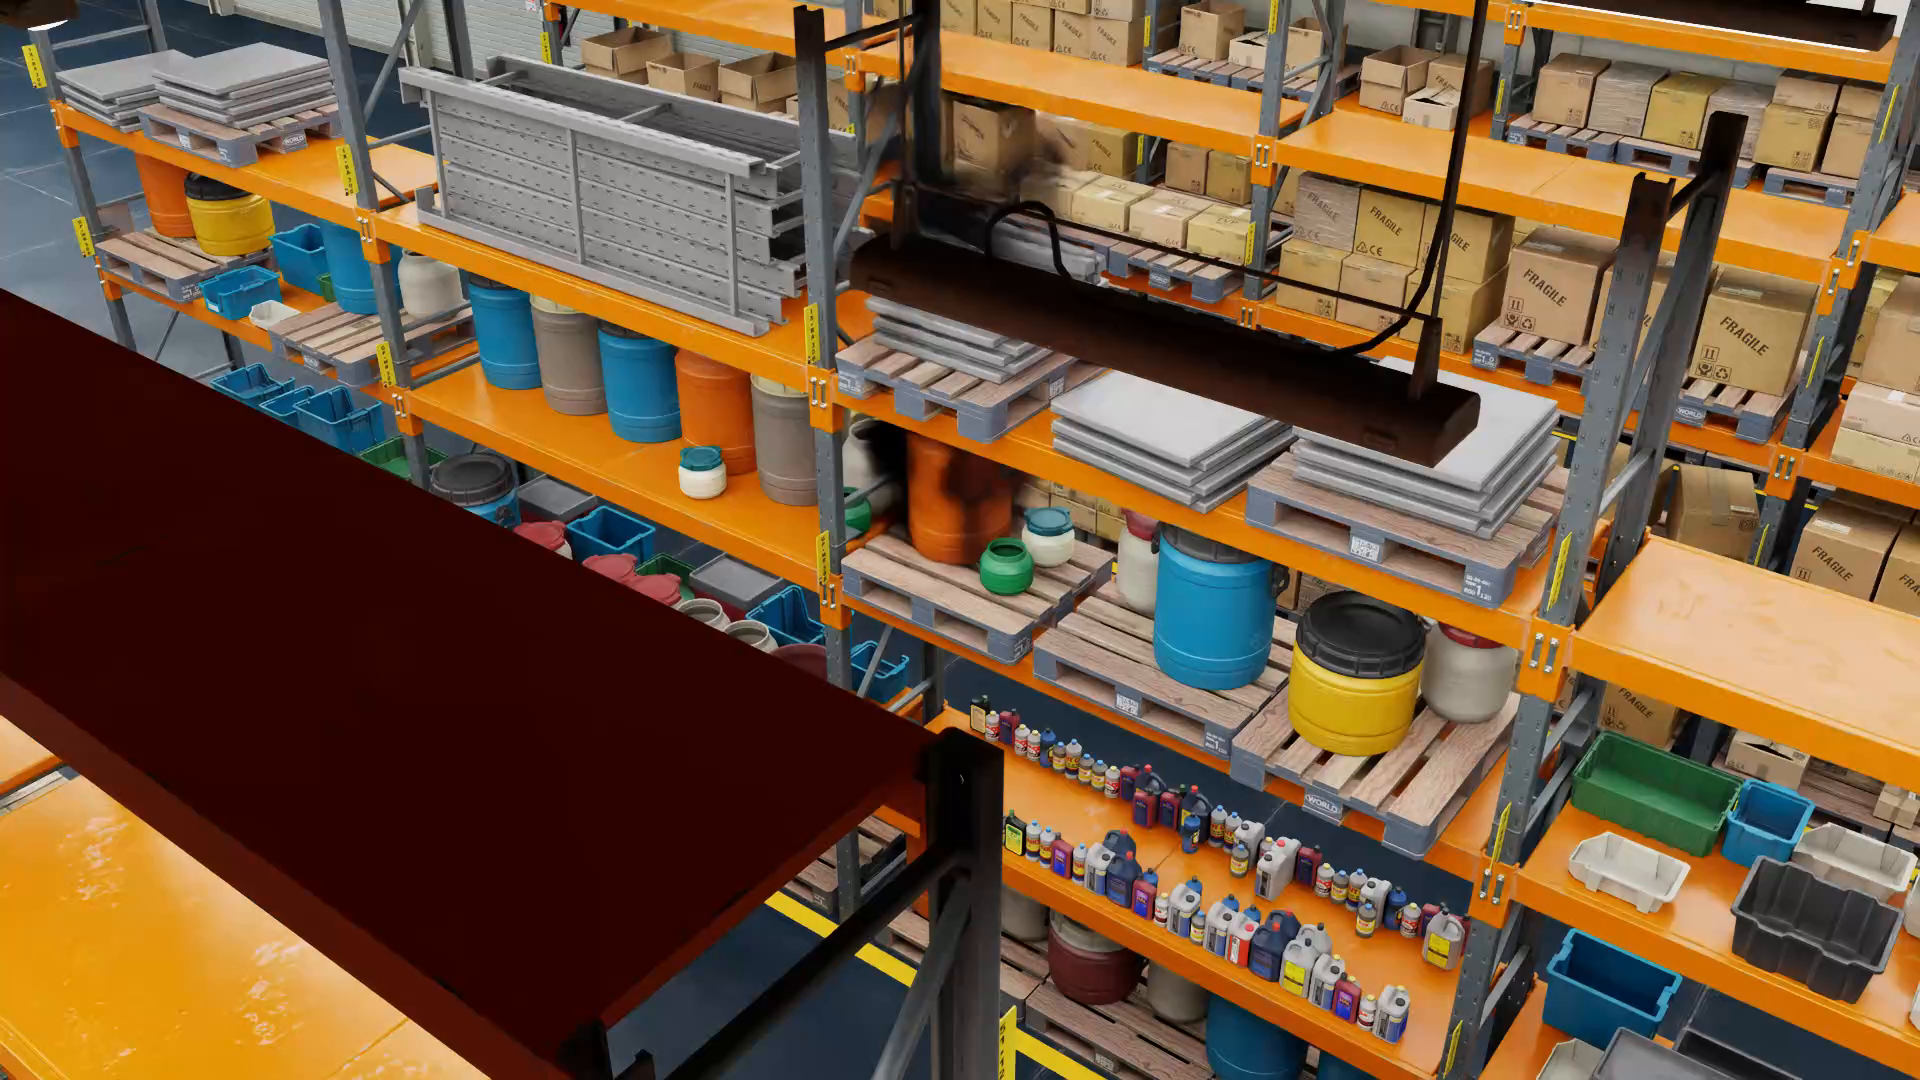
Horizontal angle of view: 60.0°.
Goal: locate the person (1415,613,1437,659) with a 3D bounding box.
[{"bbox_3d":[3.220,1.247,11.553,0.880,1.830,0.599,20,37,29],"label":"person"}]
